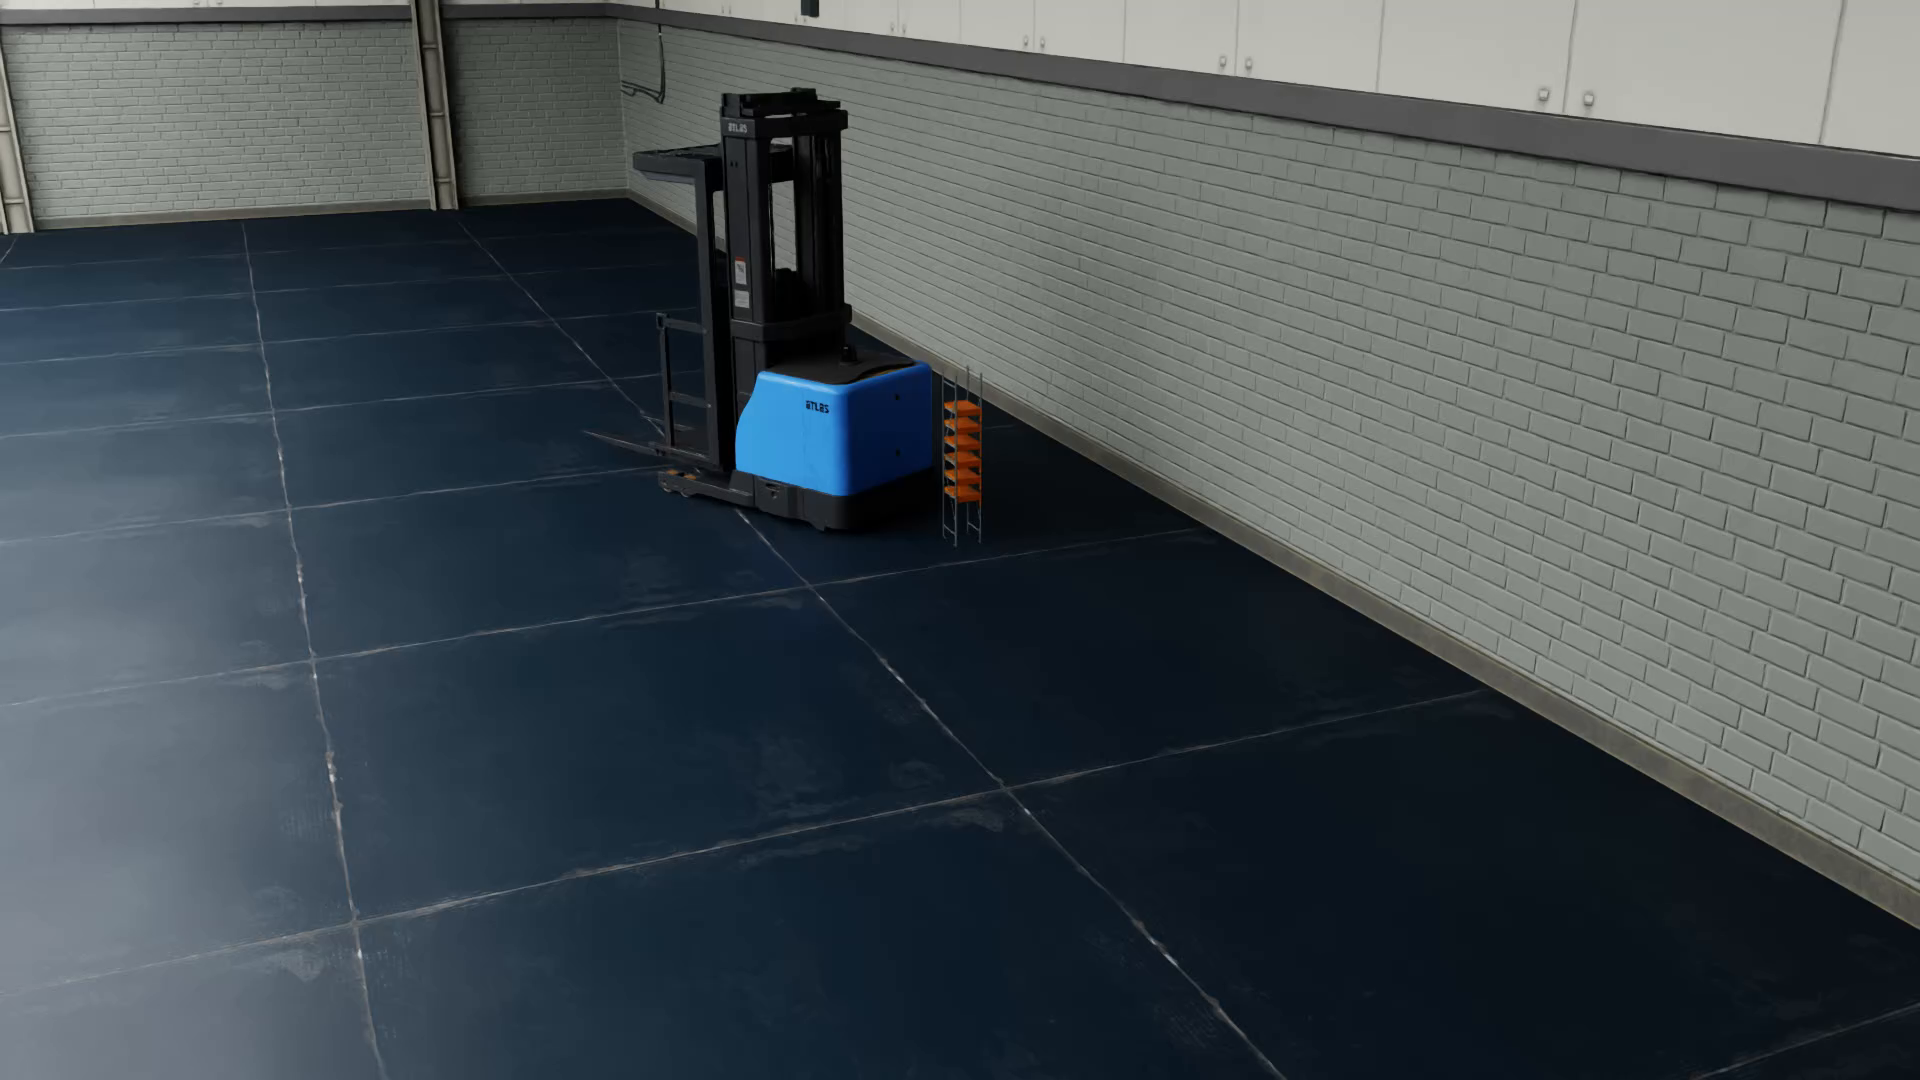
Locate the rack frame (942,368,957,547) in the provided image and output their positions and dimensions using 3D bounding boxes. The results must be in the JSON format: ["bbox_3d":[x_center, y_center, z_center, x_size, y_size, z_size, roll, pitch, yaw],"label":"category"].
[{"bbox_3d":[-0.071,-0.556,11.294,0.006,1.200,0.240,-8,21,-22],"label":"rack frame"}]

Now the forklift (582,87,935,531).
[{"bbox_3d":[-1.651,-1.824,12.289,3.031,2.935,1.130,15,24,36],"label":"forklift"}]

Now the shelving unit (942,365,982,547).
[{"bbox_3d":[0.013,-0.568,11.328,0.189,1.200,0.258,-8,21,-22],"label":"shelving unit"}]

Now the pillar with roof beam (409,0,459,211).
[{"bbox_3d":[-6.520,-8.223,21.326,0.400,9.000,9.100,-8,21,-22],"label":"pillar with roof beam"}]

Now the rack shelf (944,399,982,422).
[{"bbox_3d":[0.013,-0.866,11.223,0.180,0.103,0.258,-8,21,-22],"label":"rack shelf"}]

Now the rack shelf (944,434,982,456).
[{"bbox_3d":[0.013,-0.639,11.303,0.180,0.103,0.258,-8,21,-22],"label":"rack shelf"}]

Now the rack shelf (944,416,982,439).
[{"bbox_3d":[0.013,-0.752,11.263,0.180,0.103,0.258,-8,21,-22],"label":"rack shelf"}]

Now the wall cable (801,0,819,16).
[{"bbox_3d":[-1.251,-8.227,16.217,0.169,6.003,2.305,-8,21,-22],"label":"wall cable"}]

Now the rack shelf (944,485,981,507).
[{"bbox_3d":[0.013,-0.300,11.423,0.180,0.103,0.258,-8,21,-22],"label":"rack shelf"}]

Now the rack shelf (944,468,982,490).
[{"bbox_3d":[0.013,-0.413,11.383,0.180,0.103,0.258,-8,21,-22],"label":"rack shelf"}]

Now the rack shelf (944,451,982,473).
[{"bbox_3d":[0.013,-0.526,11.343,0.180,0.103,0.258,-8,21,-22],"label":"rack shelf"}]

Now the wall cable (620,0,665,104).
[{"bbox_3d":[-4.997,-8.055,25.526,0.112,2.526,3.097,-8,21,-22],"label":"wall cable"}]

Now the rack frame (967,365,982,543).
[{"bbox_3d":[0.097,-0.580,11.362,0.006,1.200,0.240,-8,21,-22],"label":"rack frame"}]

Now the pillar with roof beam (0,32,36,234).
[{"bbox_3d":[-12.029,-7.434,19.084,0.400,9.000,9.100,-8,21,-22],"label":"pillar with roof beam"}]
